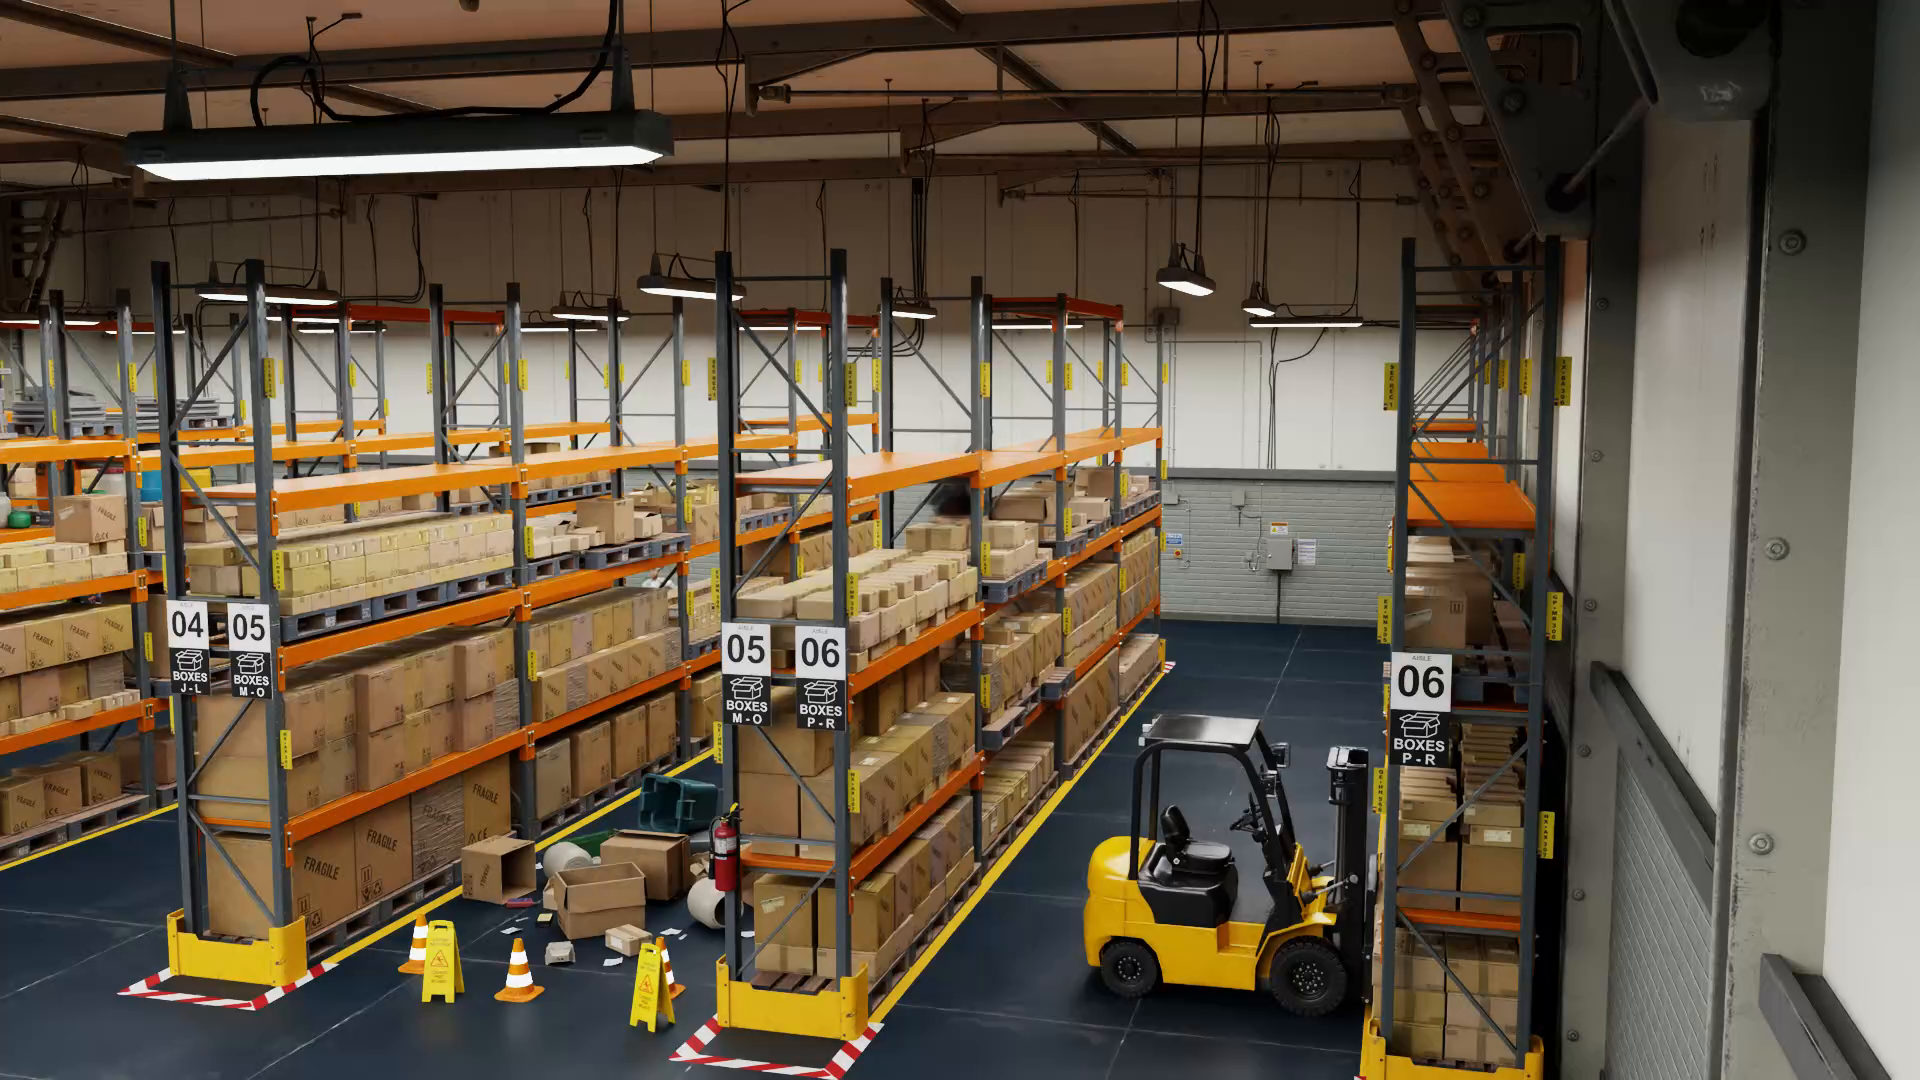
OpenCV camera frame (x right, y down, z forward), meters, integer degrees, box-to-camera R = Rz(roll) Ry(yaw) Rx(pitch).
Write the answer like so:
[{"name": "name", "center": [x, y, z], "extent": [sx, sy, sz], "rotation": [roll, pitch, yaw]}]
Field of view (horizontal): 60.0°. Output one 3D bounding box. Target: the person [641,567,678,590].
[{"name": "person", "center": [-5.296, 1.262, 29.122], "extent": [0.638, 1.758, 0.686], "rotation": [2, 6, 16]}]
